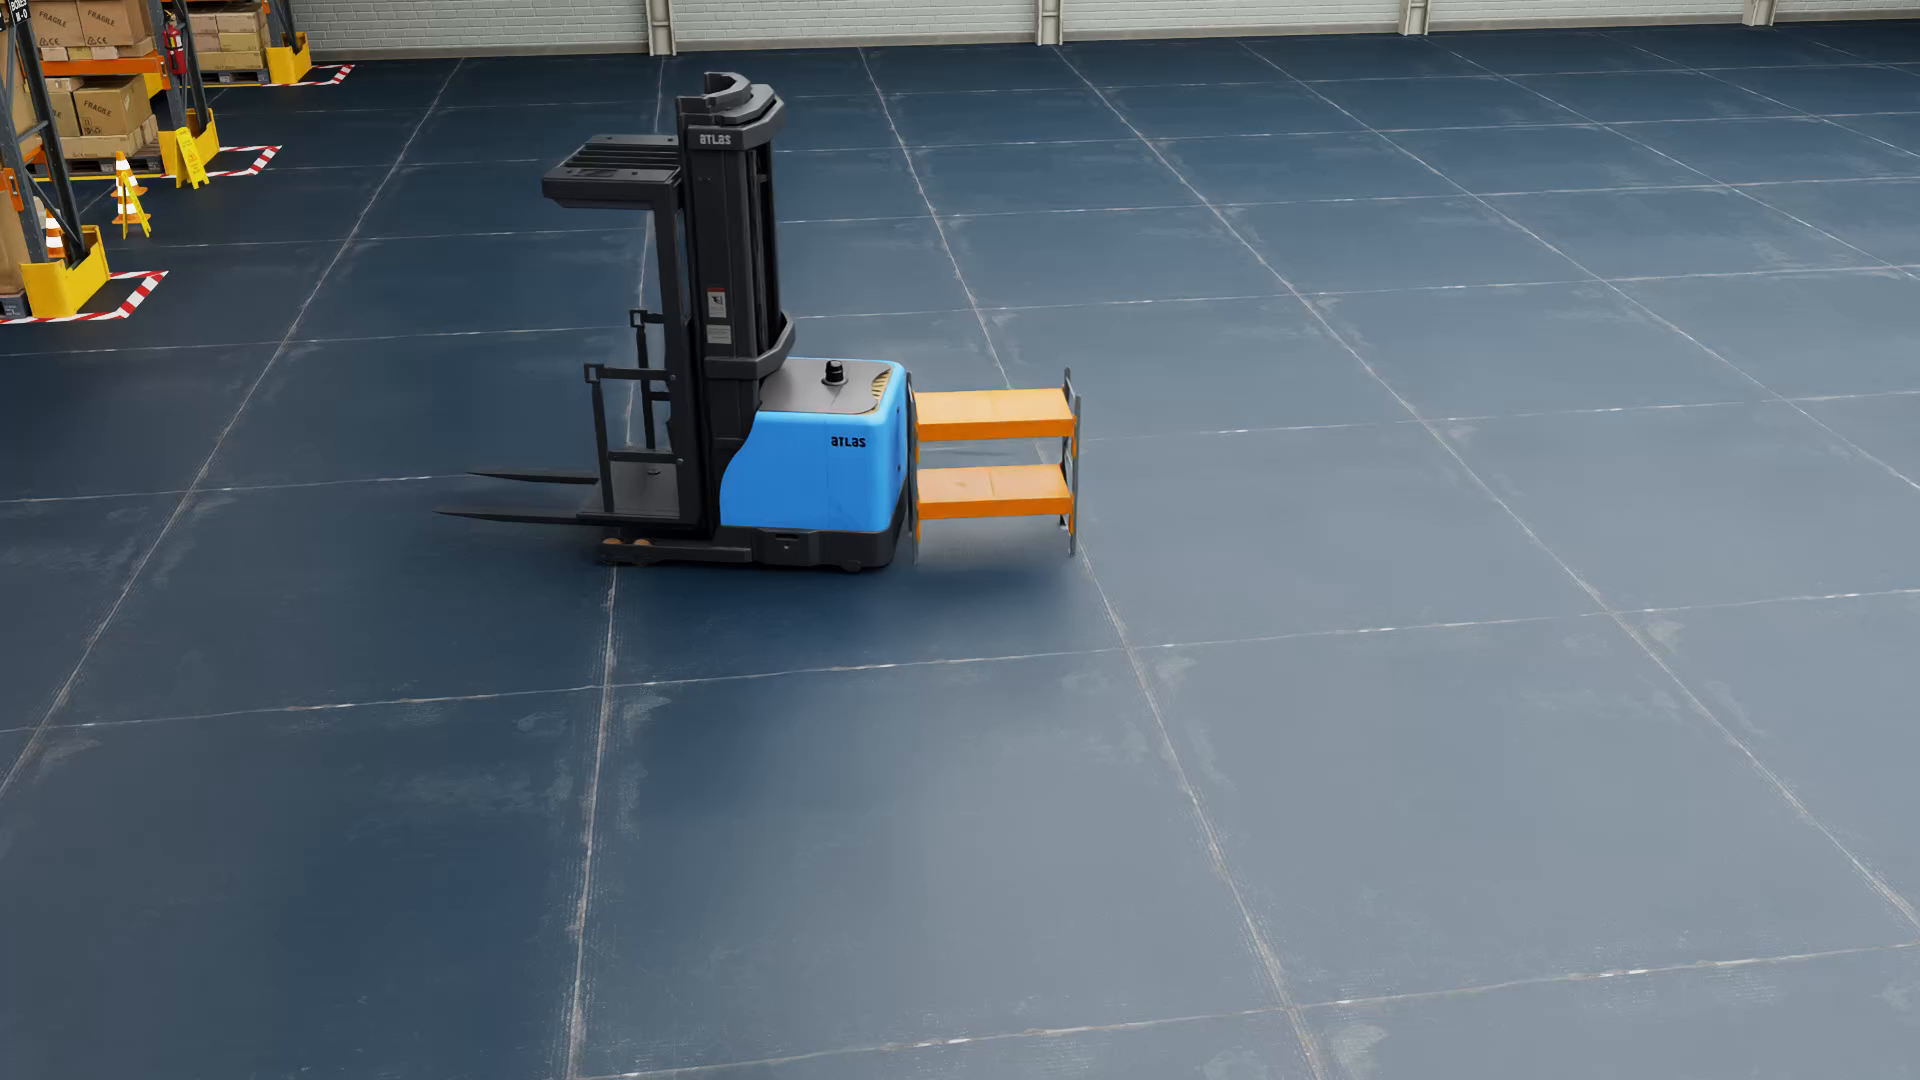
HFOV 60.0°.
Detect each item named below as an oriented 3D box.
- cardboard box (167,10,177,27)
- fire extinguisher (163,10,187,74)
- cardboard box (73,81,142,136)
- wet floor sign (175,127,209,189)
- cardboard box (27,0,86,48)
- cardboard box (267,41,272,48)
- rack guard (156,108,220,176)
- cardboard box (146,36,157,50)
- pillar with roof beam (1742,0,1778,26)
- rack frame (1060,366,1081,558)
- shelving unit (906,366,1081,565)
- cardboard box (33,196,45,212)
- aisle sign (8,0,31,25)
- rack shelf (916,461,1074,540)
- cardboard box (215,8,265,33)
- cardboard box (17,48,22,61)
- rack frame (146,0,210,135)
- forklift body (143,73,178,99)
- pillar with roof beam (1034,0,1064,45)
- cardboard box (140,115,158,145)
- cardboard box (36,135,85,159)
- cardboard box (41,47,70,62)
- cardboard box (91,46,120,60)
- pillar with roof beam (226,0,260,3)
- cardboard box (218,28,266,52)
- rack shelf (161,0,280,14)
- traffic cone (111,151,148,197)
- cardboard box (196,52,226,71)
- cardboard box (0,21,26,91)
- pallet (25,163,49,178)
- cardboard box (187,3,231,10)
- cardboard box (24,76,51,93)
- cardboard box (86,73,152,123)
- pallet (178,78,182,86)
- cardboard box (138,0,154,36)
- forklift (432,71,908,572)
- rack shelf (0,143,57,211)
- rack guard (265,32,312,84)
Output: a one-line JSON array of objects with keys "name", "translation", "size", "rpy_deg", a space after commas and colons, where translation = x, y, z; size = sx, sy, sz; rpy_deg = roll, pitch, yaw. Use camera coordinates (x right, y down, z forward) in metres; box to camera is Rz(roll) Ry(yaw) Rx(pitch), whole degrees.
[{"name": "cardboard box", "translation": [-11.091, -7.211, 23.178], "size": [0.500, 0.250, 0.500], "rpy_deg": [-3, 27, -6]}, {"name": "fire extinguisher", "translation": [-8.802, -5.566, 18.599], "size": [0.183, 0.674, 0.296], "rpy_deg": [-4, 27, -7]}, {"name": "cardboard box", "translation": [-9.737, -4.930, 19.005], "size": [0.500, 0.500, 0.500], "rpy_deg": [-4, 27, -7]}, {"name": "wet floor sign", "translation": [-8.643, -4.282, 18.591], "size": [0.232, 0.644, 0.267], "rpy_deg": [6, 28, 11]}, {"name": "cardboard box", "translation": [-9.975, -5.789, 18.514], "size": [0.500, 0.500, 0.500], "rpy_deg": [-4, 27, -7]}, {"name": "cardboard box", "translation": [-10.189, -7.066, 23.989], "size": [0.500, 0.250, 0.500], "rpy_deg": [-4, 27, -7]}, {"name": "rack guard", "translation": [-9.055, -4.684, 19.534], "size": [0.348, 0.500, 1.175], "rpy_deg": [-4, 27, -7]}, {"name": "cardboard box", "translation": [-9.345, -5.762, 19.171], "size": [0.250, 0.149, 0.380], "rpy_deg": [-4, 27, -7]}, {"name": "pillar with roof beam", "translation": [13.876, -10.658, 21.866], "size": [0.400, 9.000, 9.100], "rpy_deg": [-4, 27, -7]}, {"name": "rack frame", "translation": [0.708, -0.499, 10.692], "size": [0.032, 1.125, 0.500], "rpy_deg": [-2, 27, -5]}, {"name": "shelving unit", "translation": [0.202, -0.478, 10.651], "size": [1.048, 1.125, 0.538], "rpy_deg": [-2, 27, -5]}, {"name": "cardboard box", "translation": [-9.996, -3.536, 17.682], "size": [0.250, 0.149, 0.380], "rpy_deg": [10, 29, 19]}, {"name": "aisle sign", "translation": [-8.162, -4.867, 14.304], "size": [0.004, 0.787, 0.394], "rpy_deg": [-4, 27, -7]}, {"name": "rack shelf", "translation": [0.202, -0.260, 10.763], "size": [1.000, 0.278, 0.538], "rpy_deg": [-2, 27, -5]}, {"name": "cardboard box", "translation": [-10.088, -7.283, 23.318], "size": [0.500, 0.250, 0.500], "rpy_deg": [-3, 27, -5]}, {"name": "cardboard box", "translation": [-10.577, -5.456, 18.575], "size": [0.250, 0.149, 0.380], "rpy_deg": [-4, 27, -8]}, {"name": "rack frame", "translation": [-8.980, -5.801, 18.973], "size": [0.127, 3.000, 1.000], "rpy_deg": [-4, 27, -7]}, {"name": "forklift body", "translation": [-11.299, -6.722, 21.697], "size": [1.214, 2.155, 2.313], "rpy_deg": [-4, 27, -7]}, {"name": "pillar with roof beam", "translation": [1.993, -9.894, 20.379], "size": [0.400, 9.000, 9.100], "rpy_deg": [-4, 27, -7]}, {"name": "cardboard box", "translation": [-9.817, -4.839, 19.649], "size": [0.500, 0.250, 0.500], "rpy_deg": [-4, 27, -8]}, {"name": "cardboard box", "translation": [-10.257, -4.562, 19.110], "size": [0.500, 0.250, 0.500], "rpy_deg": [-4, 27, -7]}, {"name": "cardboard box", "translation": [-10.063, -5.466, 18.595], "size": [0.250, 0.149, 0.380], "rpy_deg": [-3, 27, -6]}, {"name": "cardboard box", "translation": [-9.556, -5.503, 18.666], "size": [0.250, 0.149, 0.380], "rpy_deg": [-4, 27, -8]}, {"name": "pillar with roof beam", "translation": [-9.890, -9.131, 18.891], "size": [0.400, 9.000, 9.100], "rpy_deg": [-4, 27, -7]}, {"name": "cardboard box", "translation": [-10.114, -7.059, 23.428], "size": [0.500, 0.250, 0.500], "rpy_deg": [-4, 27, -8]}, {"name": "rack shelf", "translation": [-11.656, -7.598, 23.262], "size": [4.000, 0.370, 1.077], "rpy_deg": [-4, 27, -7]}, {"name": "traffic cone", "translation": [-9.226, -4.062, 18.362], "size": [0.334, 0.463, 0.336], "rpy_deg": [-4, 27, -7]}, {"name": "cardboard box", "translation": [-10.590, -6.808, 23.488], "size": [0.500, 0.250, 0.500], "rpy_deg": [-4, 27, -7]}, {"name": "cardboard box", "translation": [-8.563, -4.111, 14.332], "size": [0.550, 0.550, 0.875], "rpy_deg": [-4, 27, -7]}, {"name": "pallet", "translation": [-11.070, -4.444, 19.382], "size": [1.213, 0.211, 1.003], "rpy_deg": [-4, 27, -7]}, {"name": "cardboard box", "translation": [-10.672, -7.475, 23.691], "size": [0.500, 0.250, 0.500], "rpy_deg": [-4, 27, -7]}, {"name": "cardboard box", "translation": [-10.340, -5.150, 18.724], "size": [0.250, 0.149, 0.380], "rpy_deg": [-3, 27, -6]}, {"name": "cardboard box", "translation": [-9.841, -5.170, 19.474], "size": [0.500, 0.500, 0.500], "rpy_deg": [-5, 28, -9]}, {"name": "pallet", "translation": [-11.632, -6.661, 23.702], "size": [1.213, 0.211, 1.003], "rpy_deg": [-4, 27, -7]}, {"name": "cardboard box", "translation": [-9.488, -6.073, 19.068], "size": [0.500, 0.500, 0.500], "rpy_deg": [-4, 27, -8]}, {"name": "forklift", "translation": [-1.899, -1.374, 10.420], "size": [3.031, 2.935, 1.130], "rpy_deg": [3, 27, 5]}, {"name": "rack shelf", "translation": [-10.171, -3.123, 14.541], "size": [4.000, 0.370, 1.077], "rpy_deg": [-4, 27, -7]}, {"name": "rack guard", "translation": [-9.651, -6.934, 23.919], "size": [0.348, 0.500, 1.175], "rpy_deg": [-4, 27, -7]}]
